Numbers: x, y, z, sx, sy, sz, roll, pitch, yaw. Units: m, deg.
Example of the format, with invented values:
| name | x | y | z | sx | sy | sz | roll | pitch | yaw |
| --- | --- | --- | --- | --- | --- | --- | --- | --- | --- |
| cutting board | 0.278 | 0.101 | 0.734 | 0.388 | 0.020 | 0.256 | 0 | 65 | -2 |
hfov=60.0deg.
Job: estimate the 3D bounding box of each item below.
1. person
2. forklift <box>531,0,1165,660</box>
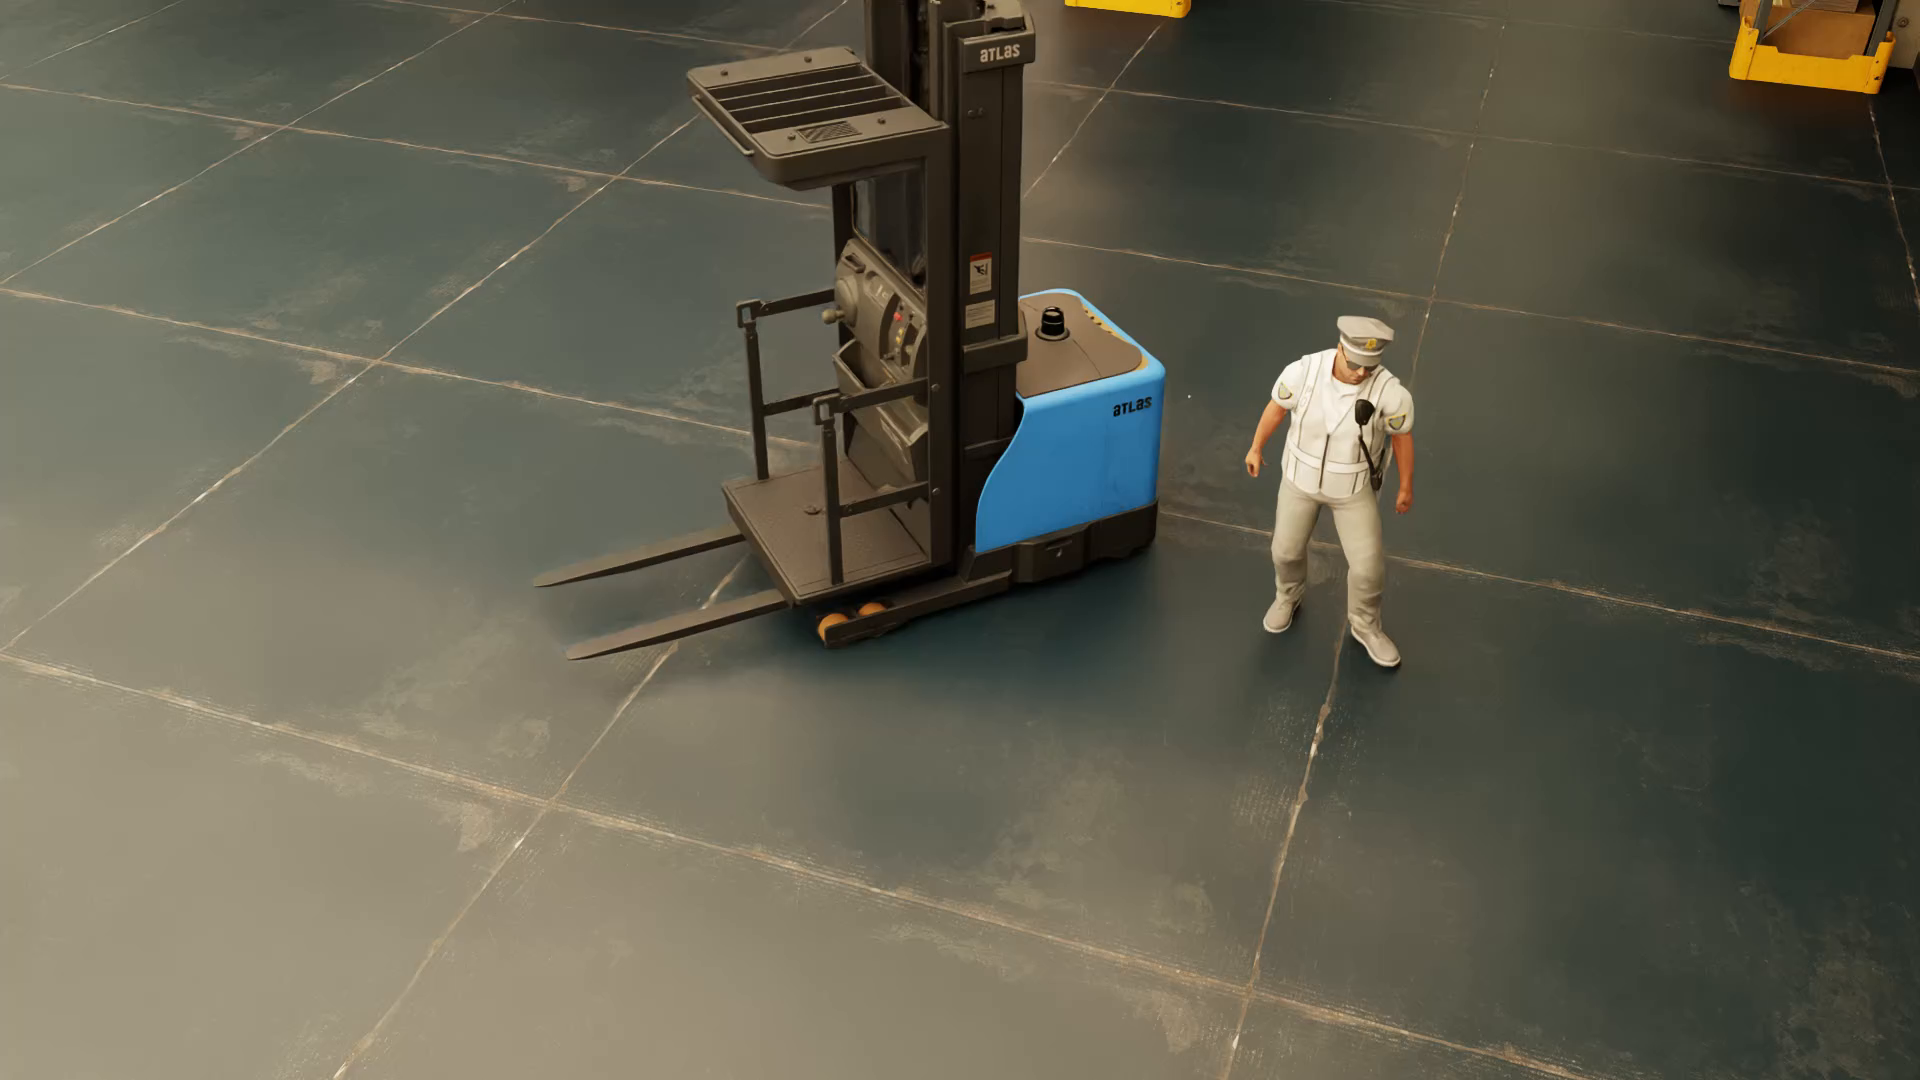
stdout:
| name | x | y | z | sx | sy | sz | roll | pitch | yaw |
| --- | --- | --- | --- | --- | --- | --- | --- | --- | --- |
| person | 1.706 | -0.267 | 7.551 | 0.874 | 1.719 | 0.426 | 13 | 38 | 18 |
| forklift | -0.553 | -1.029 | 7.563 | 3.031 | 2.935 | 1.130 | -16 | 38 | -21 |
